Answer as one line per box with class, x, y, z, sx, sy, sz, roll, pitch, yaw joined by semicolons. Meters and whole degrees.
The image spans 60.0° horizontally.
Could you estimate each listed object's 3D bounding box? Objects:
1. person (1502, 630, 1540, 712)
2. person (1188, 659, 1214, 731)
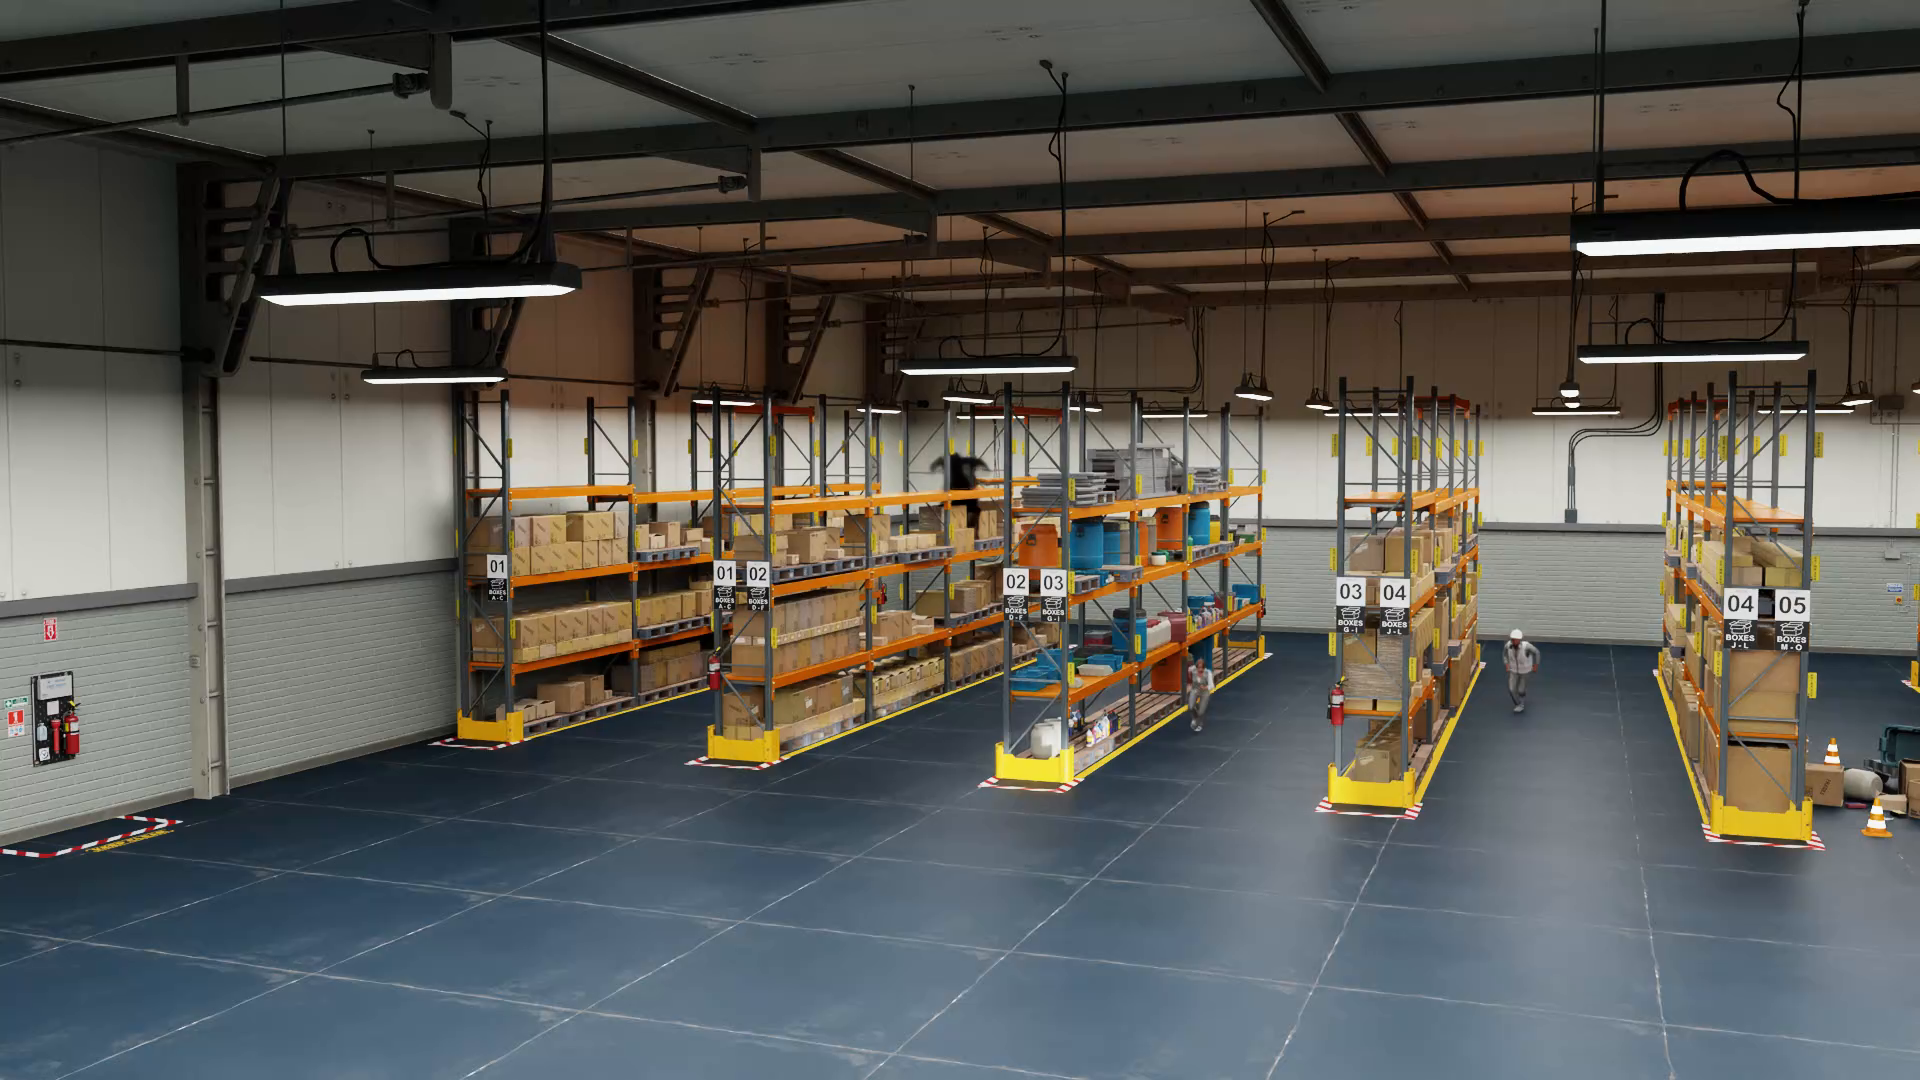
person;10.603;2.472;31.441;0.681;1.599;0.876;2;4;29
person;4.183;2.779;29.018;0.542;1.225;0.926;1;3;17
